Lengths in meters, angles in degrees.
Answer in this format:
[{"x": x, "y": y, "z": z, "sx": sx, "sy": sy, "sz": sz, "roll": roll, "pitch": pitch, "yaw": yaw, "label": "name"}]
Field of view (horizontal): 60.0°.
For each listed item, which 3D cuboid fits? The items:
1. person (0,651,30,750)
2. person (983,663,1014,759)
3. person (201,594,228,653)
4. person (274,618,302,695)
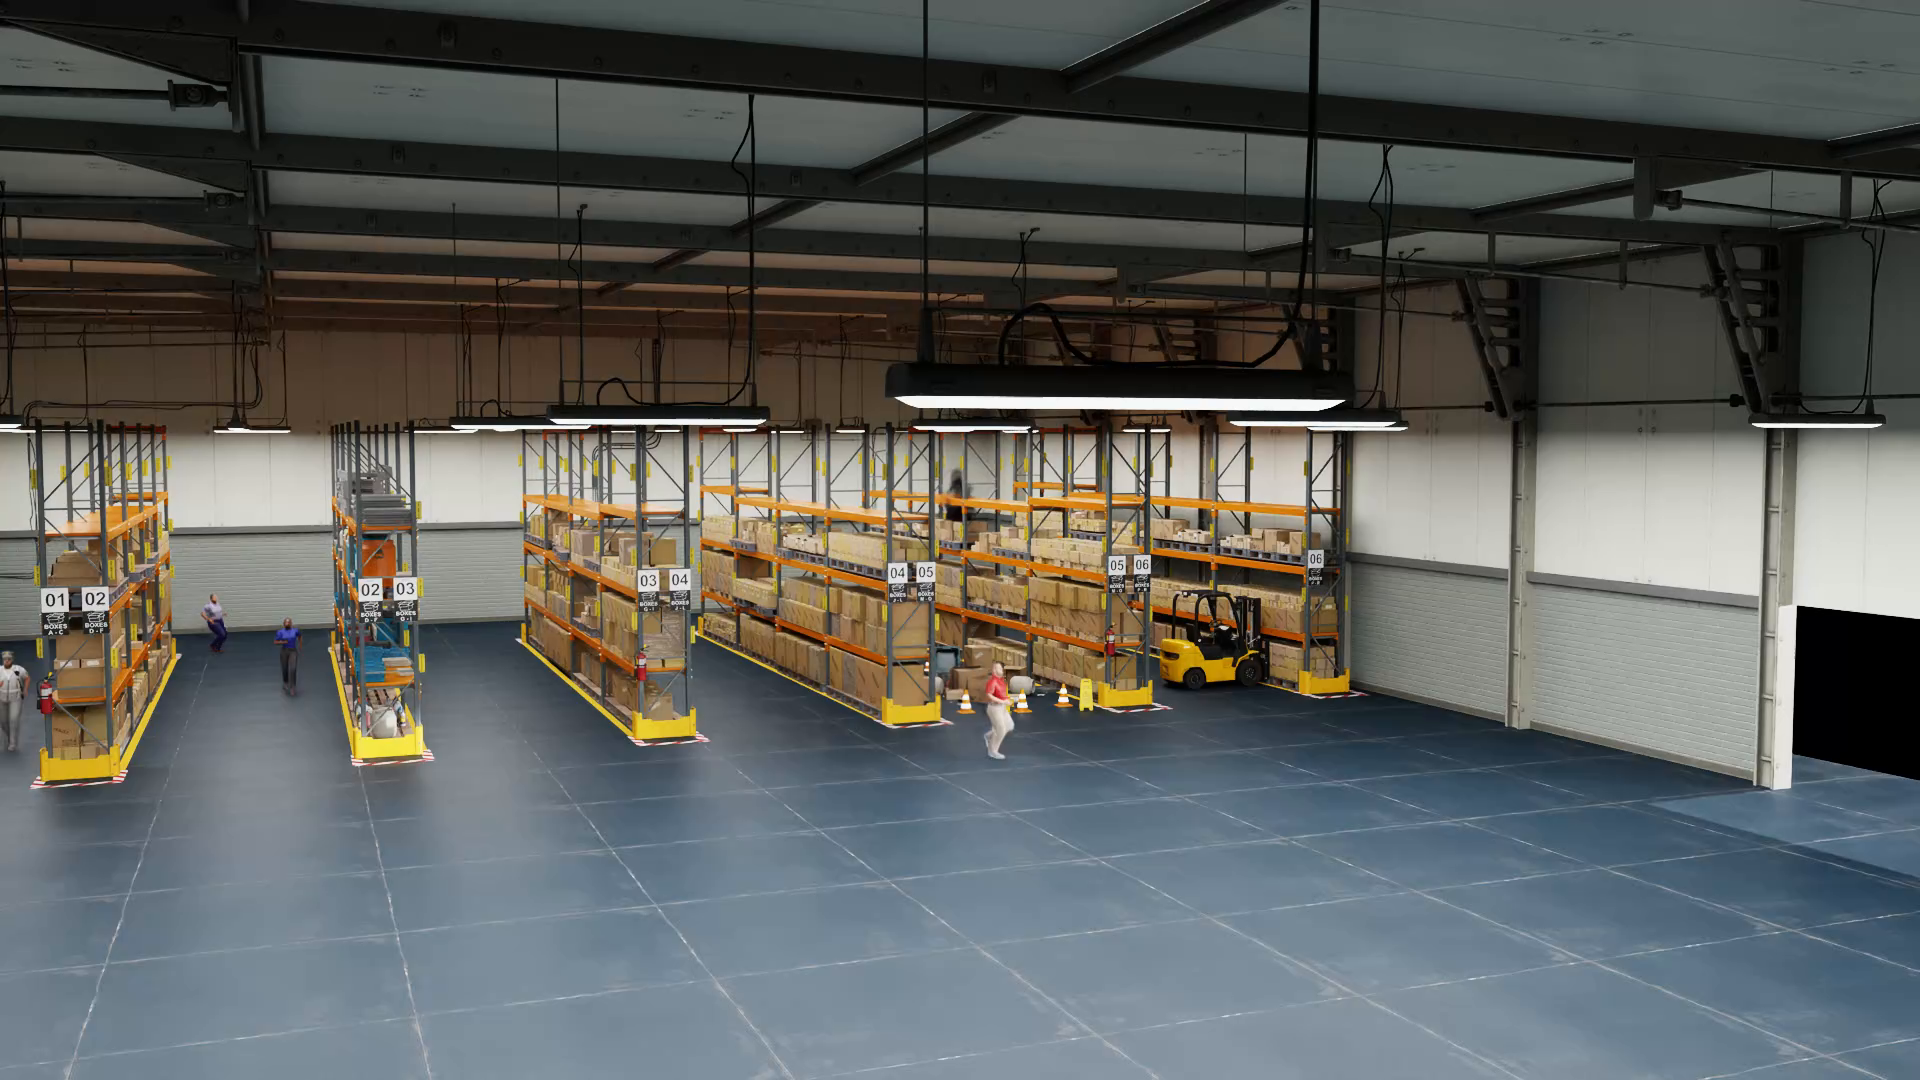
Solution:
[{"x": -17.415, "y": 2.910, "z": 30.450, "sx": 0.663, "sy": 1.767, "sz": 0.944, "roll": -2, "pitch": 4, "yaw": -23, "label": "person"}, {"x": 0.687, "y": 3.032, "z": 29.613, "sx": 0.585, "sy": 1.692, "sz": 0.705, "roll": 1, "pitch": 4, "yaw": 20, "label": "person"}, {"x": -19.569, "y": 2.196, "z": 43.780, "sx": 0.534, "sy": 1.579, "sz": 0.609, "roll": 1, "pitch": 4, "yaw": 11, "label": "person"}, {"x": -14.967, "y": 2.569, "z": 37.057, "sx": 0.595, "sy": 1.671, "sz": 0.871, "roll": -2, "pitch": 4, "yaw": -24, "label": "person"}]
